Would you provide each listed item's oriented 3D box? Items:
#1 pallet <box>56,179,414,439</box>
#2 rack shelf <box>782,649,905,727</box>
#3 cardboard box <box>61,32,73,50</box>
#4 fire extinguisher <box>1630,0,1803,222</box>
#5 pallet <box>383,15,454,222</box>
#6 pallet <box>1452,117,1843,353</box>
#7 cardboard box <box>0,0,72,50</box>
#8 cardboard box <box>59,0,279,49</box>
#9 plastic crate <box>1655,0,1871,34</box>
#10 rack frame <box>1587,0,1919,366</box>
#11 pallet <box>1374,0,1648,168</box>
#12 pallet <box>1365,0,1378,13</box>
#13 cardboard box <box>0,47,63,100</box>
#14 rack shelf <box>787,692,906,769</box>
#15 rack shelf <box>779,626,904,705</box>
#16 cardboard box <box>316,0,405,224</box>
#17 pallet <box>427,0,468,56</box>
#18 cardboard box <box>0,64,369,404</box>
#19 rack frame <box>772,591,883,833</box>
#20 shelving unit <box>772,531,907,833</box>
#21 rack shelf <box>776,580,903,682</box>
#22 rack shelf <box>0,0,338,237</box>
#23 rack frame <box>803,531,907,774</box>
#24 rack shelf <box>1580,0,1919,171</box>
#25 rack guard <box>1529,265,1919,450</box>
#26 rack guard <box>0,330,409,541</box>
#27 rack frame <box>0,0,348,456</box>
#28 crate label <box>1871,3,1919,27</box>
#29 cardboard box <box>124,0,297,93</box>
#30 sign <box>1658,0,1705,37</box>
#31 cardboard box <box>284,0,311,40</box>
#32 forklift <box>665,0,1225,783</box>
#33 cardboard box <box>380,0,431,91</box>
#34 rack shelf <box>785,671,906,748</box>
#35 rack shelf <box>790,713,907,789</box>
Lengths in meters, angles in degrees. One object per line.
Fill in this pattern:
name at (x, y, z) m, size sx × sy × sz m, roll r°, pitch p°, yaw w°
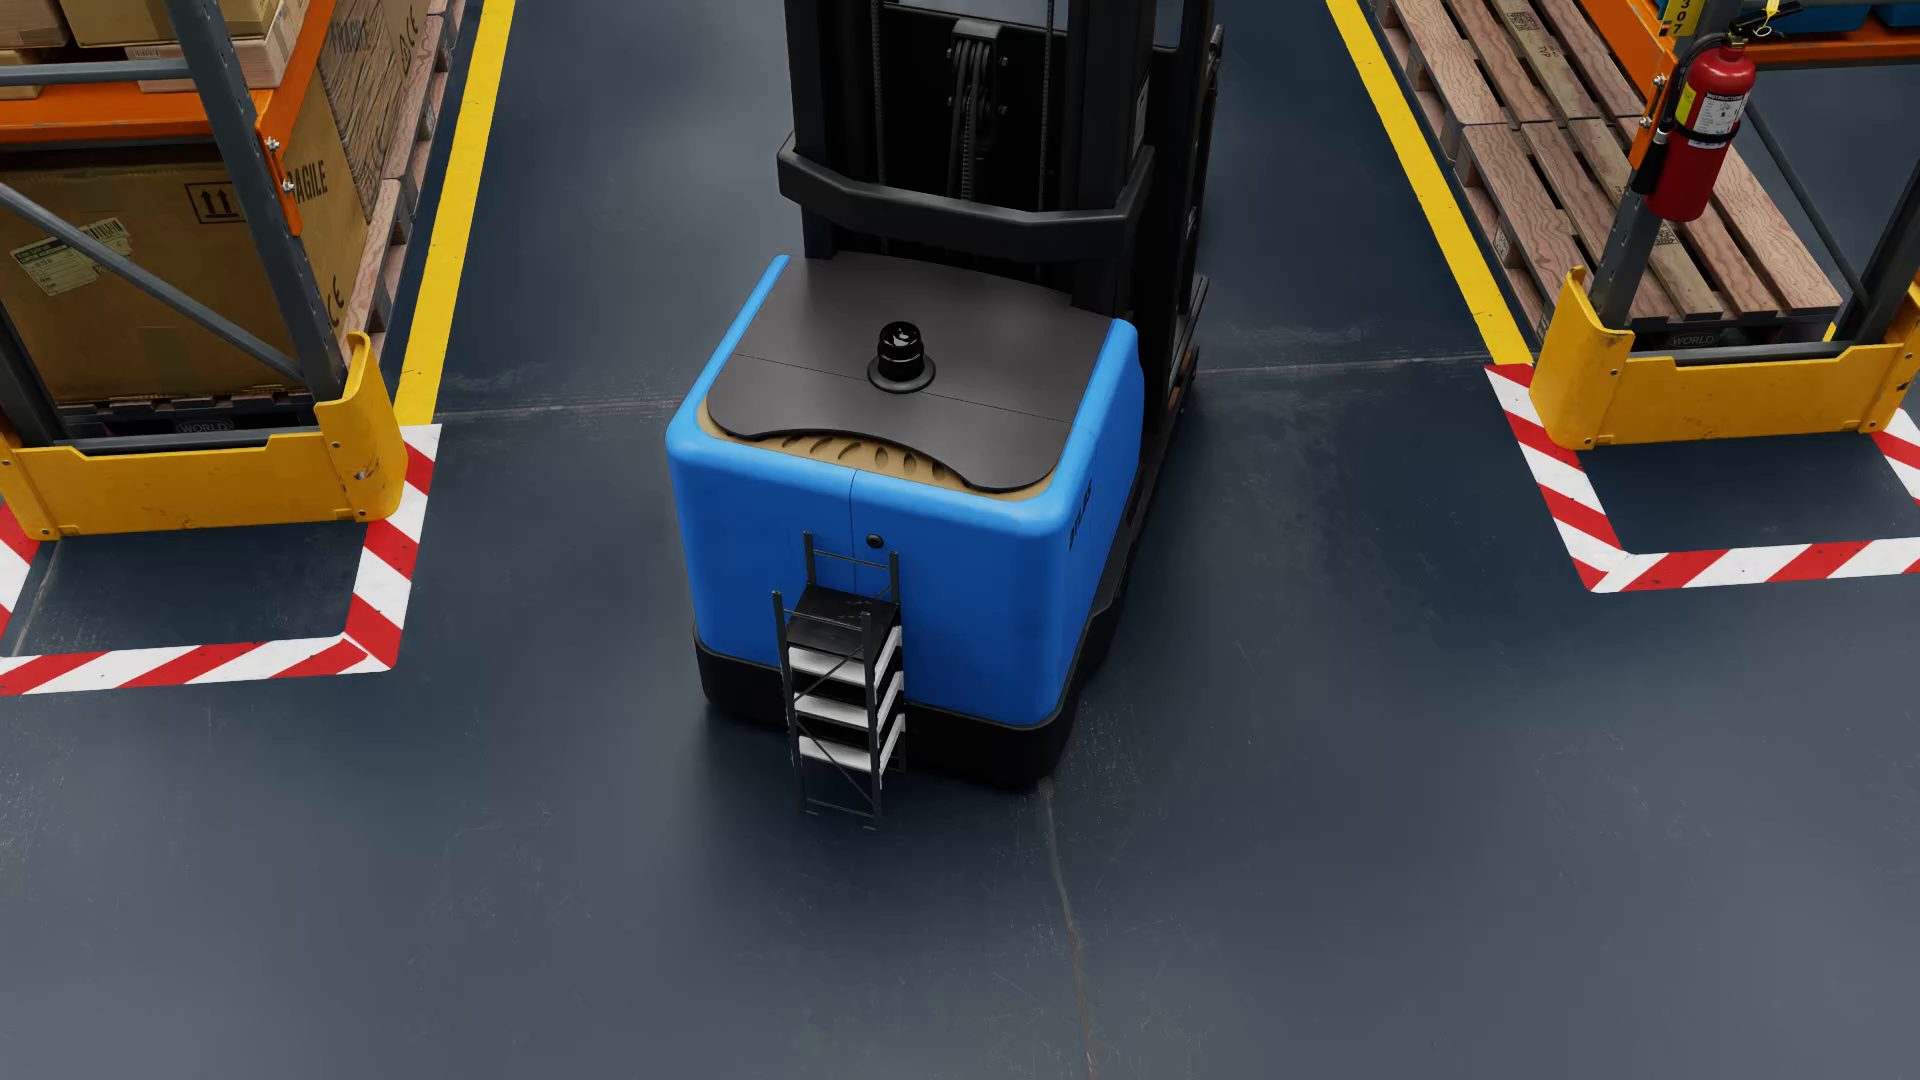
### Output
pallet at (-2.545, -0.817, 5.878) m, size 1.003 × 0.211 × 1.213 m, roll -3°, pitch 47°, yaw -3°
rack shelf at (-0.294, 0.346, 4.224) m, size 0.258 × 0.077 × 0.200 m, roll 13°, pitch 48°, yaw 12°
cardboard box at (-2.782, -1.541, 4.817) m, size 0.380 × 0.149 × 0.250 m, roll -3°, pitch 47°, yaw -3°
fire extinguisher at (2.095, -1.211, 4.642) m, size 0.296 × 0.674 × 0.183 m, roll -3°, pitch 47°, yaw -3°
pallet at (-2.644, -1.698, 6.712) m, size 1.003 × 0.211 × 1.213 m, roll -3°, pitch 47°, yaw -3°
pallet at (2.505, -1.143, 6.187) m, size 1.003 × 0.211 × 1.213 m, roll -3°, pitch 47°, yaw -3°
cardboard box at (-2.705, -1.587, 4.586) m, size 0.500 × 0.250 × 0.500 m, roll -4°, pitch 47°, yaw -4°
cardboard box at (-2.172, -1.616, 4.613) m, size 0.500 × 0.250 × 0.500 m, roll -5°, pitch 47°, yaw -4°
plastic crate at (2.321, -1.767, 4.792) m, size 0.616 × 0.435 × 0.499 m, roll -3°, pitch 47°, yaw -3°
rack frame at (2.535, -1.503, 4.608) m, size 1.000 × 3.000 × 0.127 m, roll -3°, pitch 47°, yaw -3°
pallet at (2.406, -2.024, 7.021) m, size 1.003 × 0.211 × 1.213 m, roll -3°, pitch 47°, yaw -3°
pallet at (2.301, -2.909, 7.859) m, size 1.003 × 0.211 × 1.213 m, roll -3°, pitch 47°, yaw -3°
cardboard box at (-2.758, -1.353, 4.639) m, size 0.380 × 0.149 × 0.250 m, roll -3°, pitch 47°, yaw -3°
rack shelf at (-0.294, 0.470, 4.355) m, size 0.258 × 0.077 × 0.200 m, roll 13°, pitch 48°, yaw 12°
rack shelf at (-0.294, 0.284, 4.159) m, size 0.258 × 0.077 × 0.200 m, roll 13°, pitch 48°, yaw 12°
cardboard box at (-2.610, -1.732, 5.999) m, size 0.875 × 0.875 × 0.875 m, roll -3°, pitch 47°, yaw -3°
pallet at (-2.750, -2.582, 7.550) m, size 1.003 × 0.211 × 1.213 m, roll -3°, pitch 47°, yaw -3°
cardboard box at (-2.534, -1.074, 5.375) m, size 0.875 × 0.875 × 0.875 m, roll -3°, pitch 47°, yaw -3°
rack frame at (-0.324, 0.456, 4.199) m, size 0.240 × 0.900 × 0.006 m, roll 13°, pitch 48°, yaw 12°
shelving unit at (-0.294, 0.385, 4.265) m, size 0.258 × 0.900 × 0.210 m, roll 13°, pitch 48°, yaw 12°
rack shelf at (-0.294, 0.222, 4.094) m, size 0.258 × 0.077 × 0.200 m, roll 13°, pitch 48°, yaw 12°
rack shelf at (-2.568, -2.402, 5.954) m, size 1.077 × 0.370 × 4.000 m, roll -3°, pitch 47°, yaw -3°
rack frame at (-0.264, 0.315, 4.332) m, size 0.240 × 0.900 × 0.006 m, roll 13°, pitch 48°, yaw 12°
rack shelf at (2.368, -2.703, 6.239) m, size 1.077 × 0.370 × 4.000 m, roll -3°, pitch 47°, yaw -3°
rack guard at (2.550, -0.627, 5.499) m, size 1.175 × 0.500 × 0.348 m, roll -3°, pitch 47°, yaw -3°
rack guard at (-2.398, -0.325, 5.214) m, size 1.175 × 0.500 × 0.348 m, roll -3°, pitch 47°, yaw -3°
rack frame at (-2.400, -1.202, 4.322) m, size 1.000 × 3.000 × 0.127 m, roll -3°, pitch 47°, yaw -3°
crate label at (2.843, -1.665, 4.835) m, size 0.416 × 0.233 × 0.303 m, roll -3°, pitch 47°, yaw -3°
cardboard box at (-2.101, -1.393, 4.676) m, size 0.380 × 0.149 × 0.250 m, roll -3°, pitch 47°, yaw -3°
sign at (1.988, -1.514, 4.506) m, size 0.100 × 0.325 × 0.005 m, roll -3°, pitch 47°, yaw -3°
cardboard box at (-2.124, -1.578, 4.852) m, size 0.380 × 0.149 × 0.250 m, roll -4°, pitch 47°, yaw -4°
forklift at (0.184, -1.440, 4.595) m, size 1.130 × 2.935 × 3.031 m, roll 13°, pitch 48°, yaw 12°
cardboard box at (-2.684, -2.376, 6.609) m, size 0.875 × 0.875 × 0.875 m, roll -3°, pitch 47°, yaw -3°
rack shelf at (-0.294, 0.408, 4.290) m, size 0.258 × 0.077 × 0.200 m, roll 13°, pitch 48°, yaw 12°
rack shelf at (-0.294, 0.532, 4.420) m, size 0.258 × 0.077 × 0.200 m, roll 13°, pitch 48°, yaw 12°
